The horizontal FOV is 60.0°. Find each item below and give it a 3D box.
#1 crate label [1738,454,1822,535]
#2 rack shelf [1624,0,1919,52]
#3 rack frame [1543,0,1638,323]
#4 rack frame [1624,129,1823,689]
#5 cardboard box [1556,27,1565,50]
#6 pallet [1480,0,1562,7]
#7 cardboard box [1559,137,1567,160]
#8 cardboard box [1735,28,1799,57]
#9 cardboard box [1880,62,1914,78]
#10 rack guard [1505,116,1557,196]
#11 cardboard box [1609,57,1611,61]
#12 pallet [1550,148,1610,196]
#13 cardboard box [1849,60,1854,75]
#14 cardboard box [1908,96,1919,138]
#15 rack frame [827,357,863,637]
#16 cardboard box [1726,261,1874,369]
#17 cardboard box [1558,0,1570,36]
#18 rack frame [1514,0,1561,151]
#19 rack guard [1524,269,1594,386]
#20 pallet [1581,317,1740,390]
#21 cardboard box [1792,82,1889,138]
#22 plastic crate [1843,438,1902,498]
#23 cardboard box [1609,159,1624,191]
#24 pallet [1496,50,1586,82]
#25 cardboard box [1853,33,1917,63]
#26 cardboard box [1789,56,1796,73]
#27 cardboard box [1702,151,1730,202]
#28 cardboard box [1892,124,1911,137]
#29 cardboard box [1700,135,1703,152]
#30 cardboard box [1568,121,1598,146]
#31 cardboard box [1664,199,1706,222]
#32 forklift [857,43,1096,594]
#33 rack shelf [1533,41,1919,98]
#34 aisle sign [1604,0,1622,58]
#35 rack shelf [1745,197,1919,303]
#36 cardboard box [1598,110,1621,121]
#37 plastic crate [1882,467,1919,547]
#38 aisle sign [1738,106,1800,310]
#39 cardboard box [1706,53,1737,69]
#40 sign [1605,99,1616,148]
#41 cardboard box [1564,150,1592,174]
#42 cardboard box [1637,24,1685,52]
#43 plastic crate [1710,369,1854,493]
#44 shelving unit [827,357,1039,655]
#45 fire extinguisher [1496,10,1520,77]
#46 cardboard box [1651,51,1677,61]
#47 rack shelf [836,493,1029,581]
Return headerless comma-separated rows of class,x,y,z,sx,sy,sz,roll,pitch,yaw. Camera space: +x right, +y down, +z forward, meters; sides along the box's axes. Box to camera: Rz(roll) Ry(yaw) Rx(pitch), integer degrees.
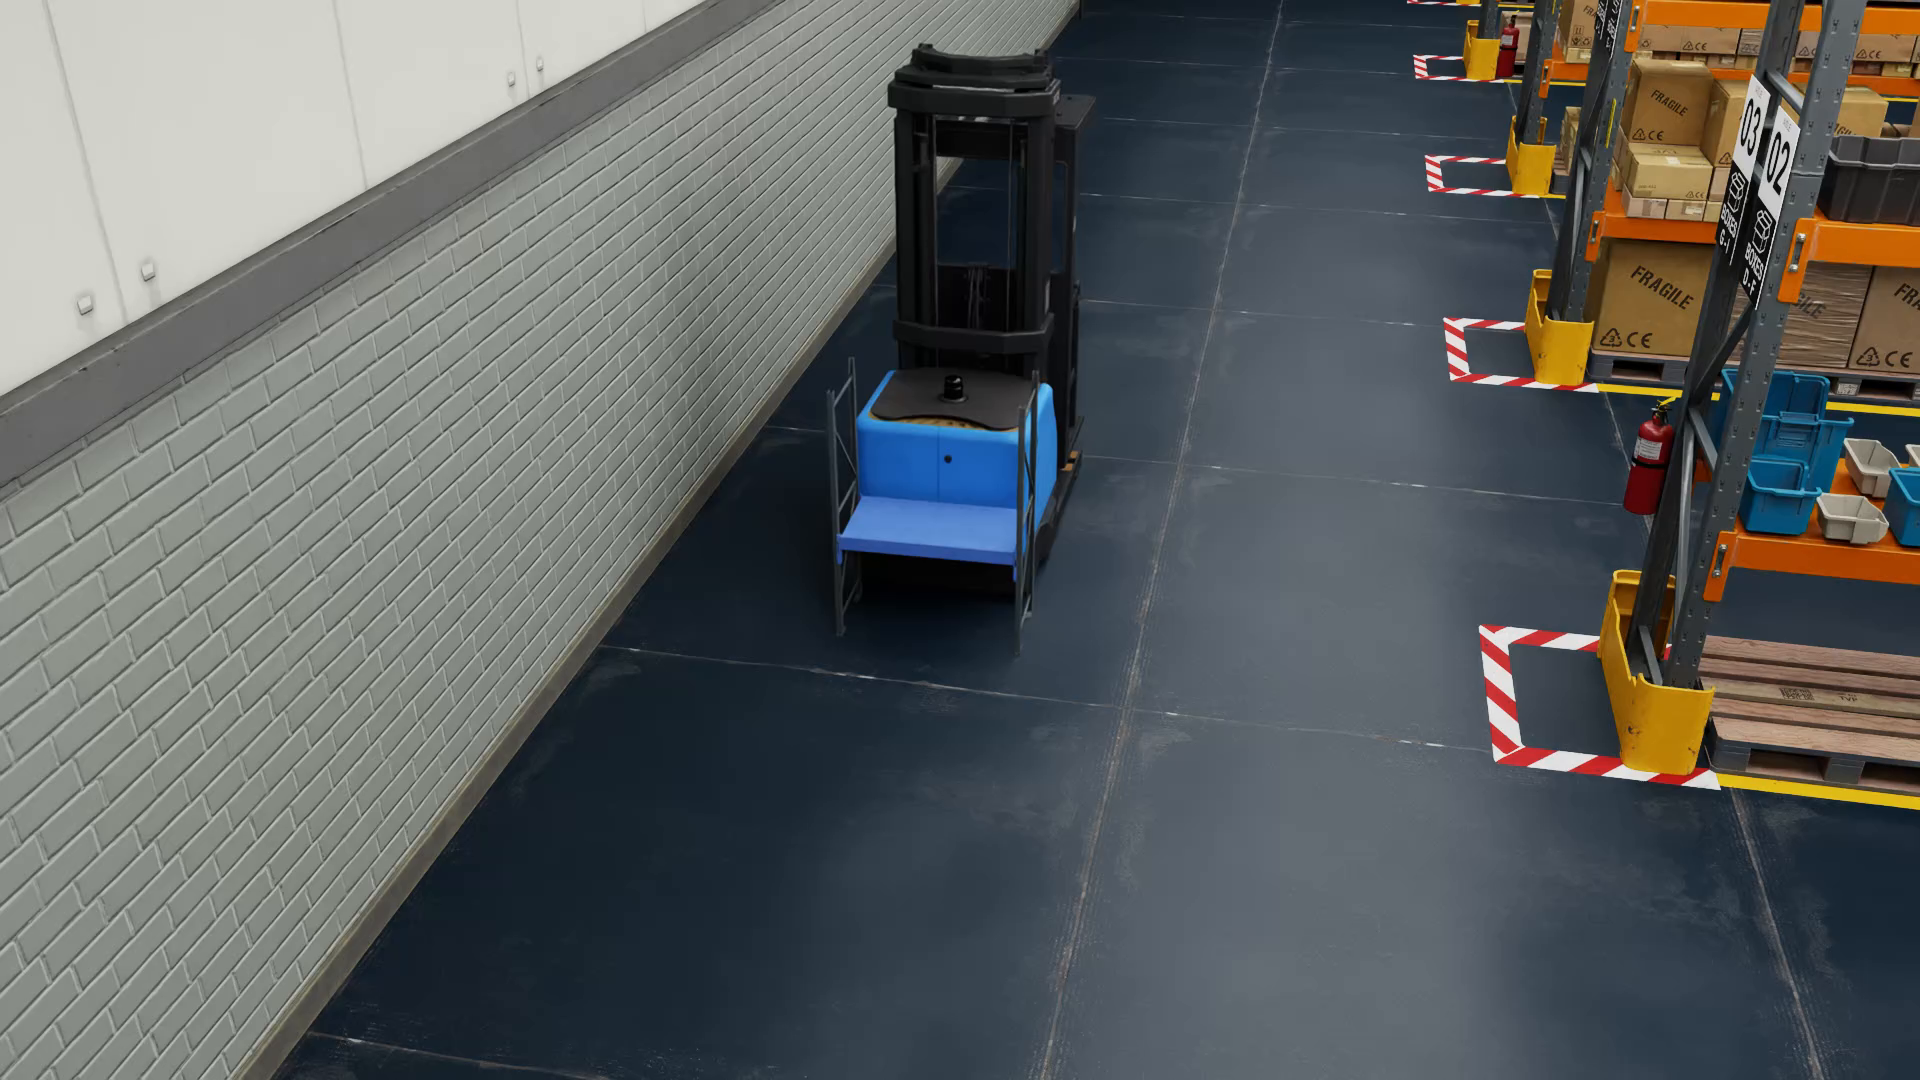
crate label,3.807,-0.205,7.775,0.303,0.233,0.416,6,29,11
rack shelf,6.625,-3.557,11.412,4.000,0.370,1.077,6,29,11
rack frame,4.669,-2.758,12.326,0.127,3.000,1.000,6,29,11
rack frame,3.634,-0.432,8.077,0.127,3.000,1.000,6,29,11
cardboard box,6.181,-5.067,16.805,0.250,0.149,0.380,6,29,11
pallet,8.625,-8.433,25.596,1.213,0.211,1.003,6,29,11
cardboard box,6.362,-4.056,17.228,0.250,0.149,0.380,6,29,11
cardboard box,7.690,-4.931,15.882,0.500,0.500,0.500,5,29,9
cardboard box,8.863,-4.514,15.795,0.250,0.149,0.380,7,29,13
rack guard,5.878,-3.973,17.148,0.348,0.500,1.175,6,29,11
cardboard box,6.309,-4.774,16.270,0.250,0.149,0.380,7,29,12
pallet,6.665,-3.748,17.038,1.213,0.211,1.003,6,29,11
cardboard box,8.345,-4.564,15.887,0.250,0.149,0.380,5,29,8
cardboard box,7.176,-3.021,11.873,0.500,0.500,0.500,5,29,9
rack frame,-0.637,-0.226,9.263,0.032,1.500,0.500,5,29,9
cardboard box,6.201,-1.892,12.520,0.875,0.875,0.875,6,29,11
cardboard box,6.297,-5.327,16.605,0.500,0.500,0.500,6,29,12
rack frame,5.803,-5.077,16.562,0.127,3.000,1.000,6,29,11
rack guard,4.645,-1.664,12.930,0.348,0.500,1.175,6,29,11
pallet,5.467,-1.491,12.916,1.213,0.211,1.003,6,29,11
cardboard box,6.079,-2.877,11.609,0.500,0.500,0.500,5,29,9
plastic crate,4.470,-0.346,8.132,0.243,0.136,0.396,6,29,11
cardboard box,5.086,-2.766,12.603,0.250,0.149,0.380,6,29,12
pallet,7.537,-6.145,21.417,1.213,0.211,1.003,6,29,11
cardboard box,8.676,-4.819,15.676,0.500,0.500,0.500,5,29,9
cardboard box,7.843,-4.607,15.966,0.250,0.149,0.380,6,29,12
cardboard box,5.592,-2.598,11.881,0.500,0.250,0.500,6,29,10
cardboard box,9.422,-4.002,16.511,0.250,0.149,0.380,7,29,13
cardboard box,5.694,-2.847,12.336,0.500,0.250,0.500,5,29,10
cardboard box,6.245,-4.059,16.615,0.250,0.149,0.380,5,29,8
cardboard box,5.198,-2.432,11.992,0.250,0.149,0.380,5,29,10
forklift,0.207,-1.660,10.392,1.130,2.935,3.031,6,29,11
rack shelf,7.759,-4.561,16.368,4.000,0.370,1.077,6,29,11
aisle sign,4.536,-3.764,11.457,0.004,0.787,0.394,6,29,11
rack shelf,5.590,-1.231,7.163,4.000,0.370,1.077,6,29,11
cardboard box,6.608,-4.285,17.028,0.250,0.149,0.380,6,29,12
plastic crate,4.451,-0.139,7.654,0.300,0.233,0.416,6,29,11
aisle sign,3.502,-1.440,7.211,0.004,0.787,0.394,6,29,11
cardboard box,7.339,-4.684,16.105,0.250,0.149,0.380,5,29,10
sign,4.547,-2.912,11.624,0.005,0.325,0.100,6,29,11
cardboard box,6.249,-3.808,16.775,0.250,0.149,0.380,6,29,12
cardboard box,6.713,-5.035,16.071,0.500,0.500,0.500,6,29,11
plastic crate,4.001,-0.528,8.153,0.499,0.435,0.616,6,29,11
shelving unit,-0.138,-0.181,9.181,1.048,1.500,0.538,5,29,9
fire extinguisher,5.653,-5.121,17.112,0.183,0.674,0.296,6,29,11
cardboard box,6.843,-4.760,16.245,0.250,0.149,0.380,7,30,13
rack shelf,-0.138,-0.023,9.267,1.000,0.185,0.538,5,29,9
